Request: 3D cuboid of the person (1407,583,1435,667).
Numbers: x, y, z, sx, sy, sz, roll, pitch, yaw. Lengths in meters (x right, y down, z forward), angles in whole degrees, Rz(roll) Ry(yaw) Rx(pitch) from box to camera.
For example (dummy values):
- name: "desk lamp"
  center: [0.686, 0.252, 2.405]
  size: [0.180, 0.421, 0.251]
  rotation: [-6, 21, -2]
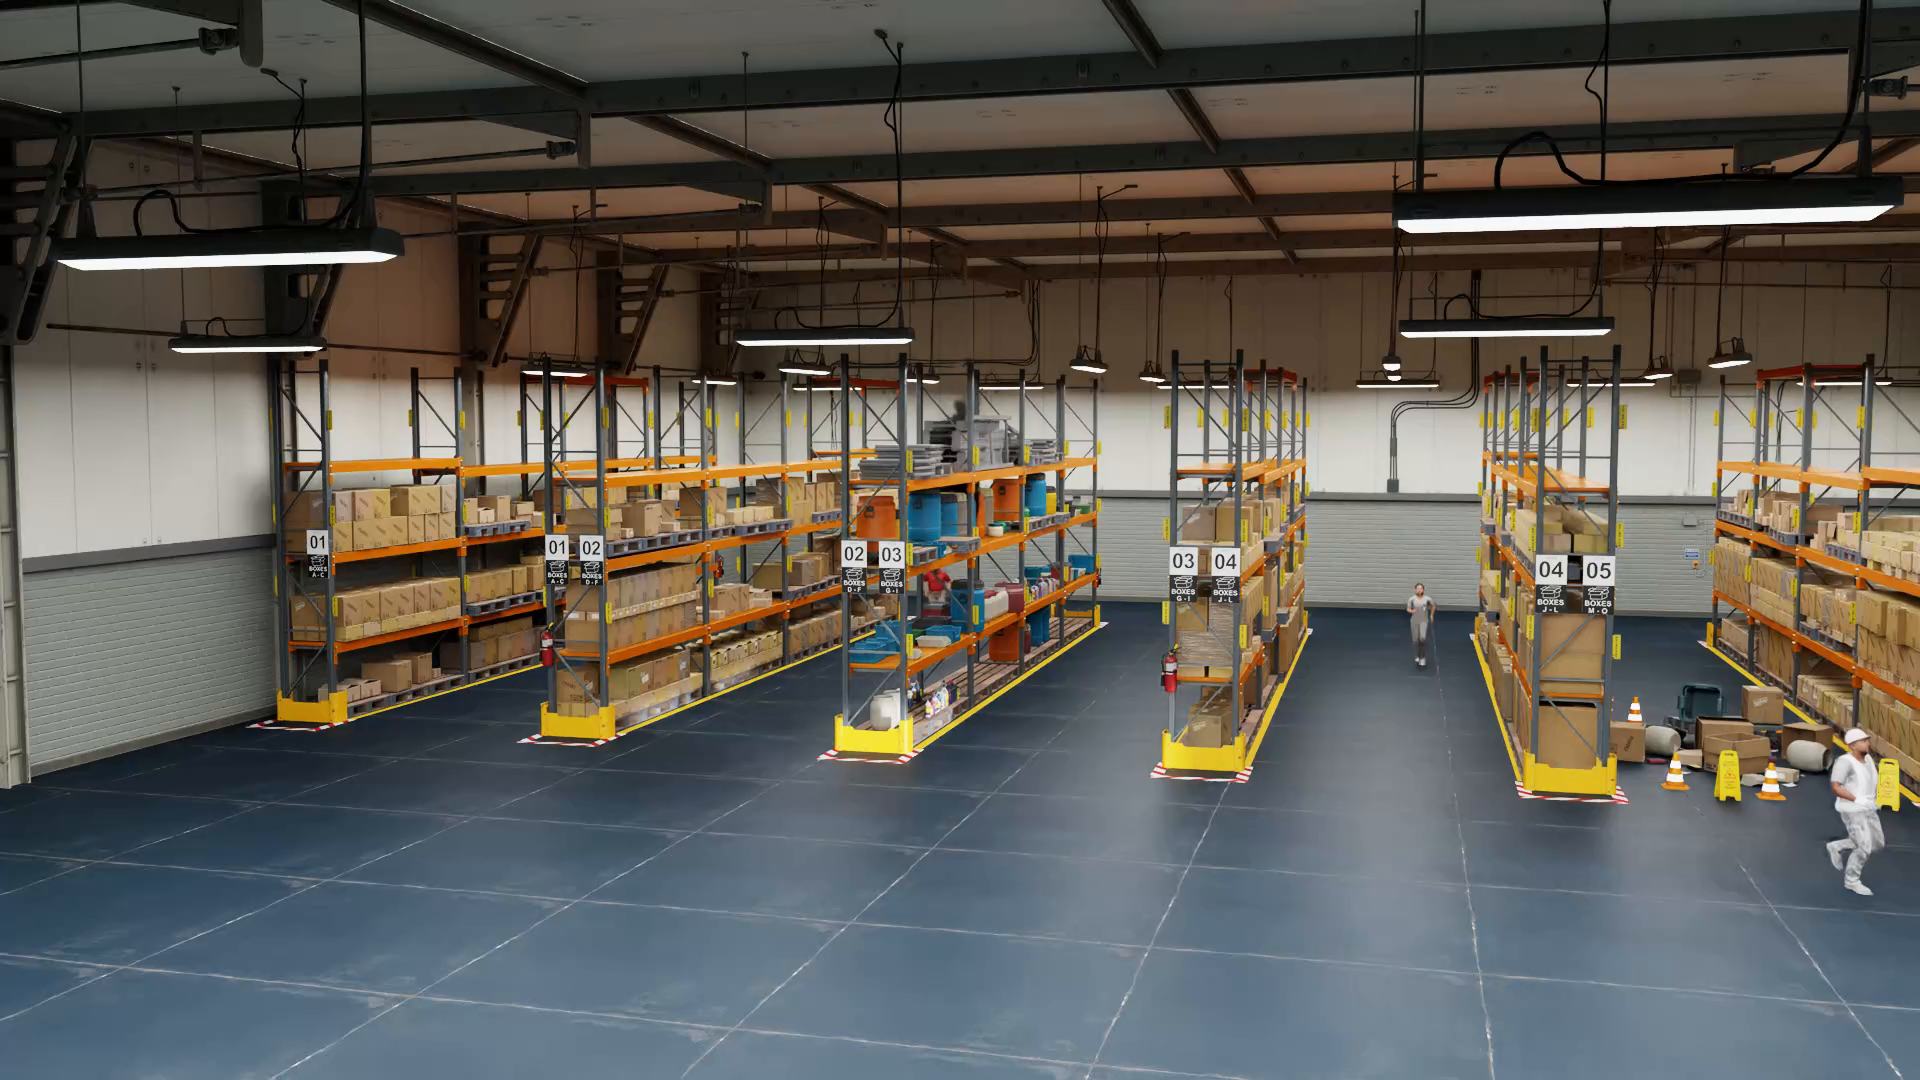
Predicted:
- name: "person"
  center: [9.399, 1.728, 33.965]
  size: [0.530, 1.699, 0.714]
  rotation: [2, 4, 22]

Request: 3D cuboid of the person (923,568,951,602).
- name: "person"
  center: [-0.549, 1.351, 39.274]
  size: [0.730, 1.706, 0.610]
  rotation: [0, 4, -4]

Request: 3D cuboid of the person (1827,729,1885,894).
- name: "person"
  center: [9.522, 2.869, 17.714]
  size: [0.718, 1.739, 0.627]
  rotation: [-3, 5, -35]
